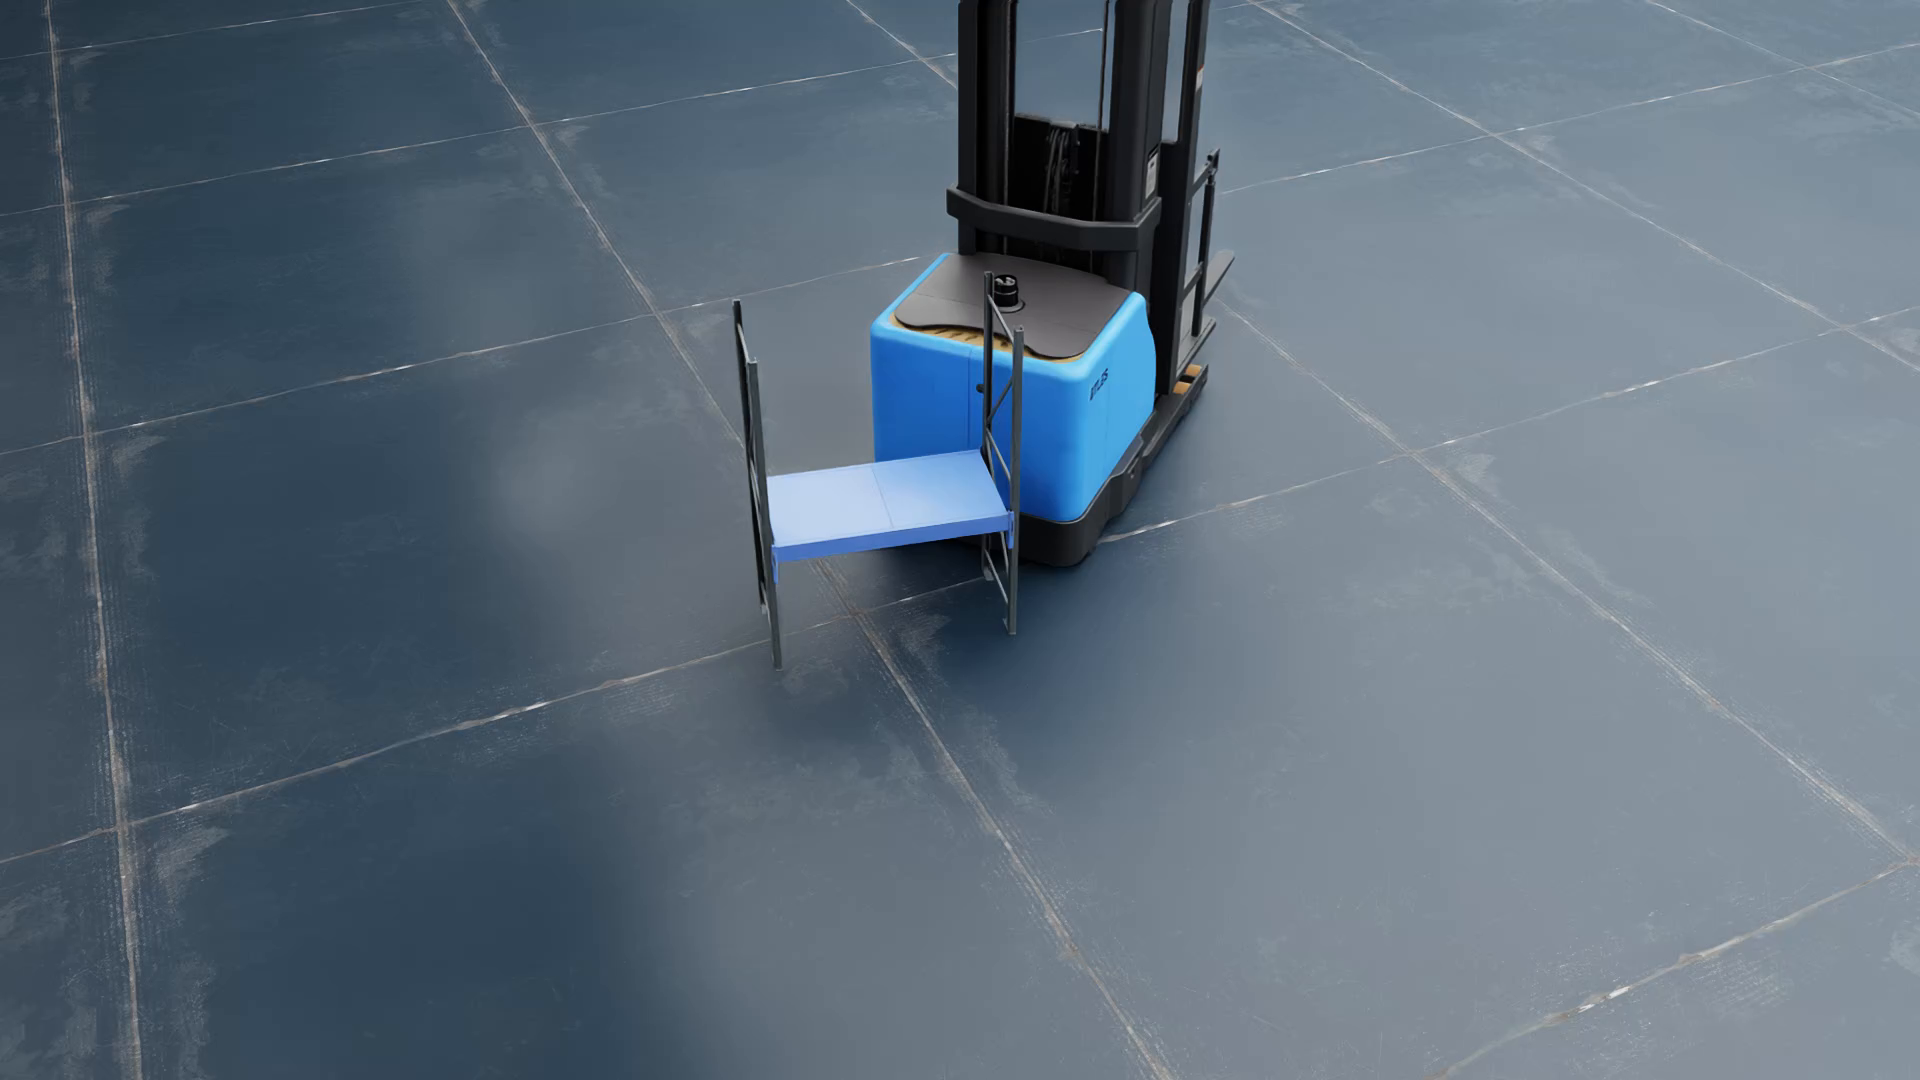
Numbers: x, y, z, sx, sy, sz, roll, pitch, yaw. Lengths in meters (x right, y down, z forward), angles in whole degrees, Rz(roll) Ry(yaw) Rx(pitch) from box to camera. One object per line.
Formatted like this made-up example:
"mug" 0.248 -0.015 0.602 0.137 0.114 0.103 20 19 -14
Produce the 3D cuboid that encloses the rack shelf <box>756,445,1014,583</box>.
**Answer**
"rack shelf" -0.325 -0.119 6.953 1.000 0.185 0.538 -8 37 -11

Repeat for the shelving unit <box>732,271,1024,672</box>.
"shelving unit" -0.325 -0.263 6.846 1.048 1.500 0.538 -8 37 -11

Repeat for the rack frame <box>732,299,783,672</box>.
"rack frame" -0.819 -0.193 6.751 0.032 1.500 0.500 -8 37 -11

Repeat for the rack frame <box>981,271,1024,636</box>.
"rack frame" 0.170 -0.334 6.941 0.032 1.500 0.500 -8 37 -11

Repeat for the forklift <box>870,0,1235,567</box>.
"forklift" 0.659 -1.929 7.890 1.130 2.935 3.031 15 39 19
